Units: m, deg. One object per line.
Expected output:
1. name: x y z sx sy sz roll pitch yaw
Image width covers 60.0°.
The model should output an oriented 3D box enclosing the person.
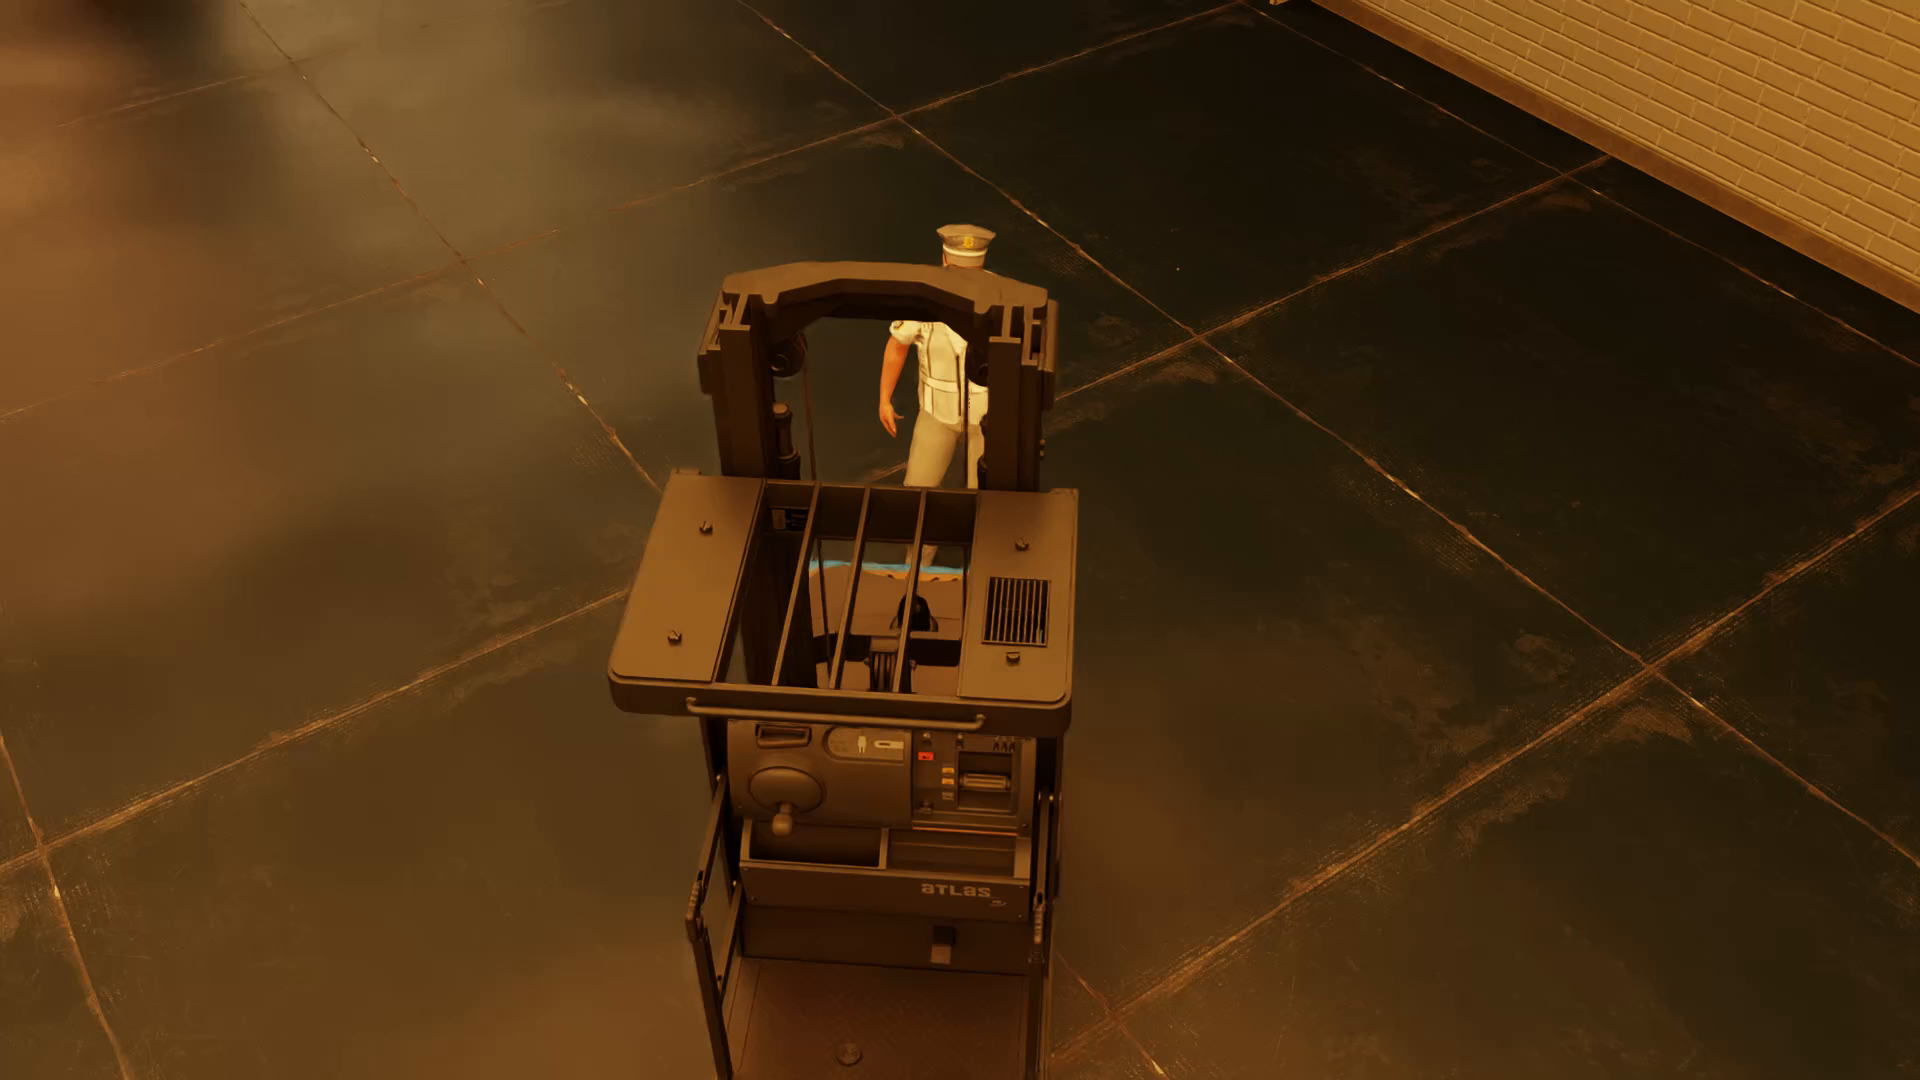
1. person: -0.030 -0.517 7.167 0.686 1.756 0.651 6 43 7

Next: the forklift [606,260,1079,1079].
1. forklift: -0.251 0.799 4.849 1.130 2.935 3.031 3 43 3
